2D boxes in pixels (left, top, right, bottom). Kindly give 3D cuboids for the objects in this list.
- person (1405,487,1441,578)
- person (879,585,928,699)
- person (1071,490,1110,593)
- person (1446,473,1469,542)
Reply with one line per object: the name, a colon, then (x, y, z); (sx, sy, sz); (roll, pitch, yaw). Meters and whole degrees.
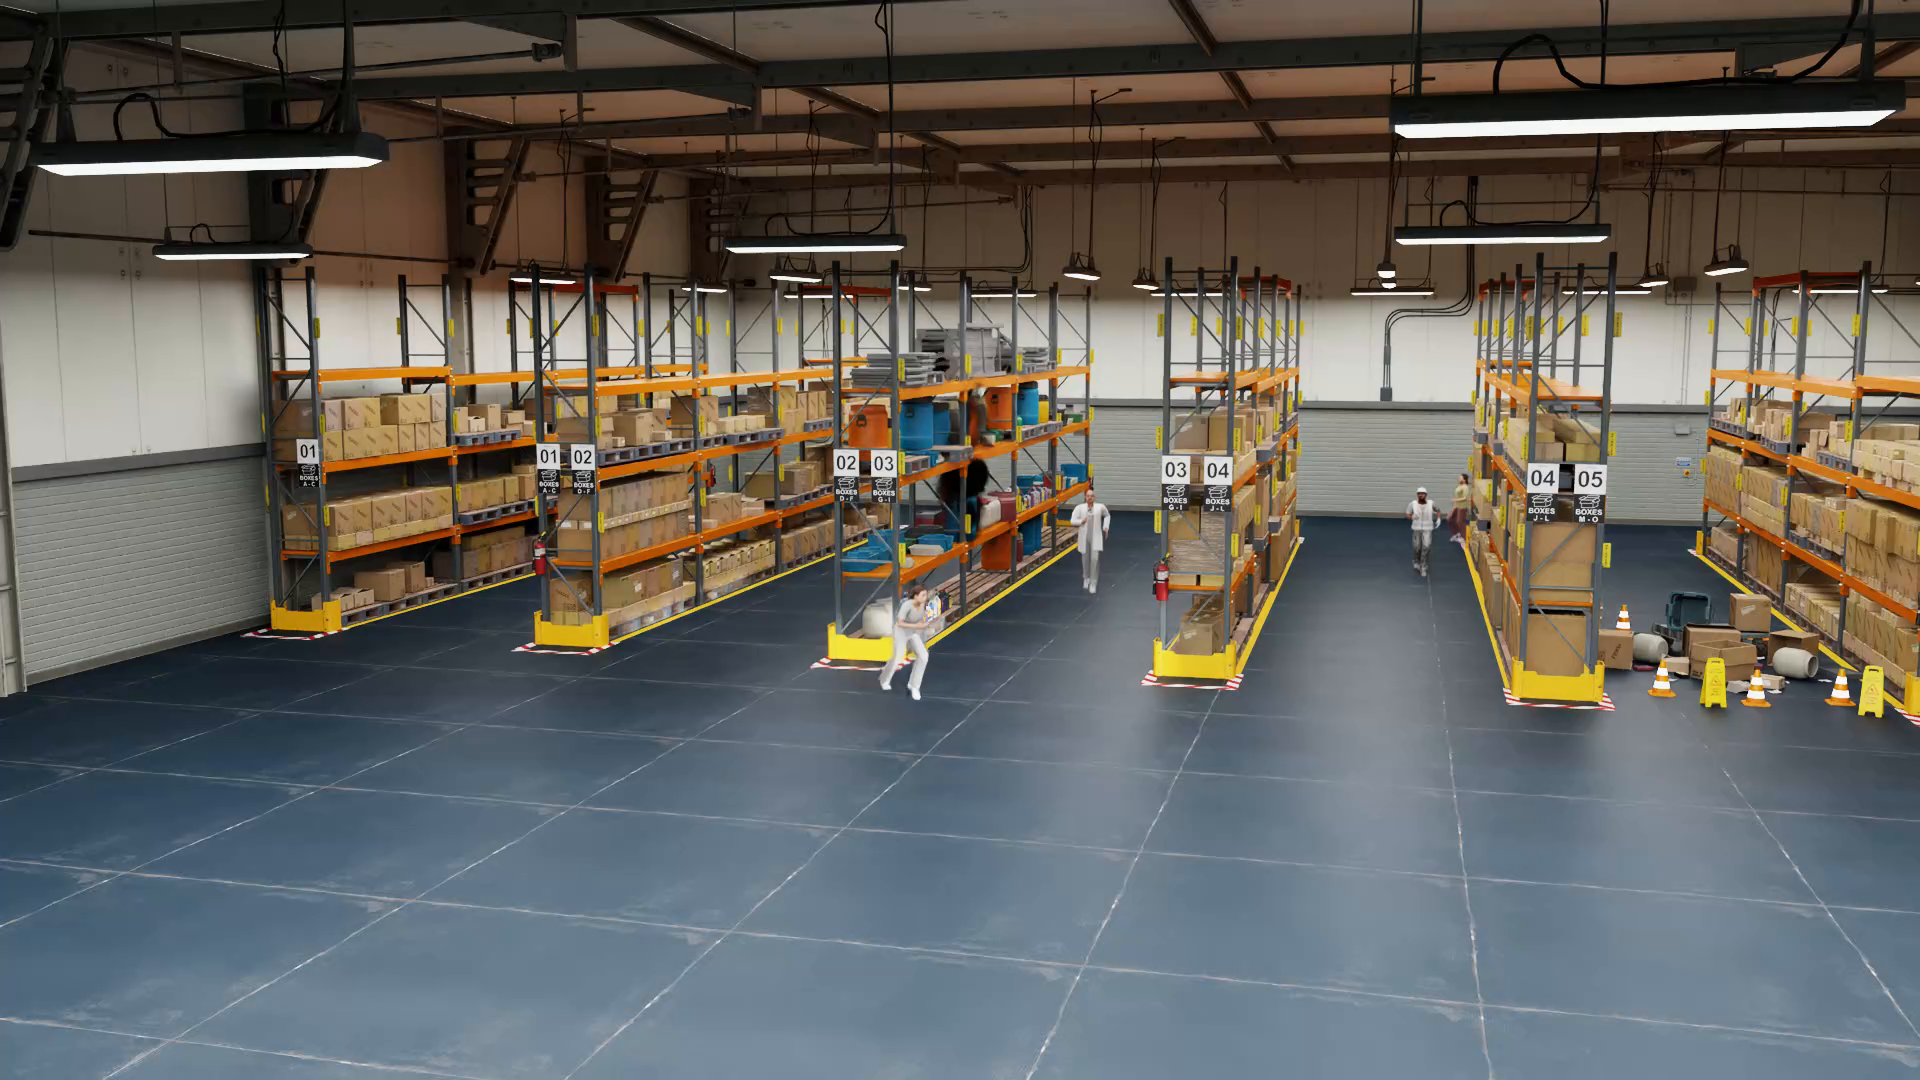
person: (9.440, -0.172, 33.957); (0.690, 1.815, 0.871); (2, 8, 18)
person: (-0.750, 1.369, 22.725); (0.954, 1.605, 0.598); (7, 10, 43)
person: (2.345, 0.002, 30.018); (0.692, 1.815, 0.947); (1, 7, 8)
person: (11.744, -0.745, 38.952); (0.604, 1.665, 0.581); (-1, 7, -10)
